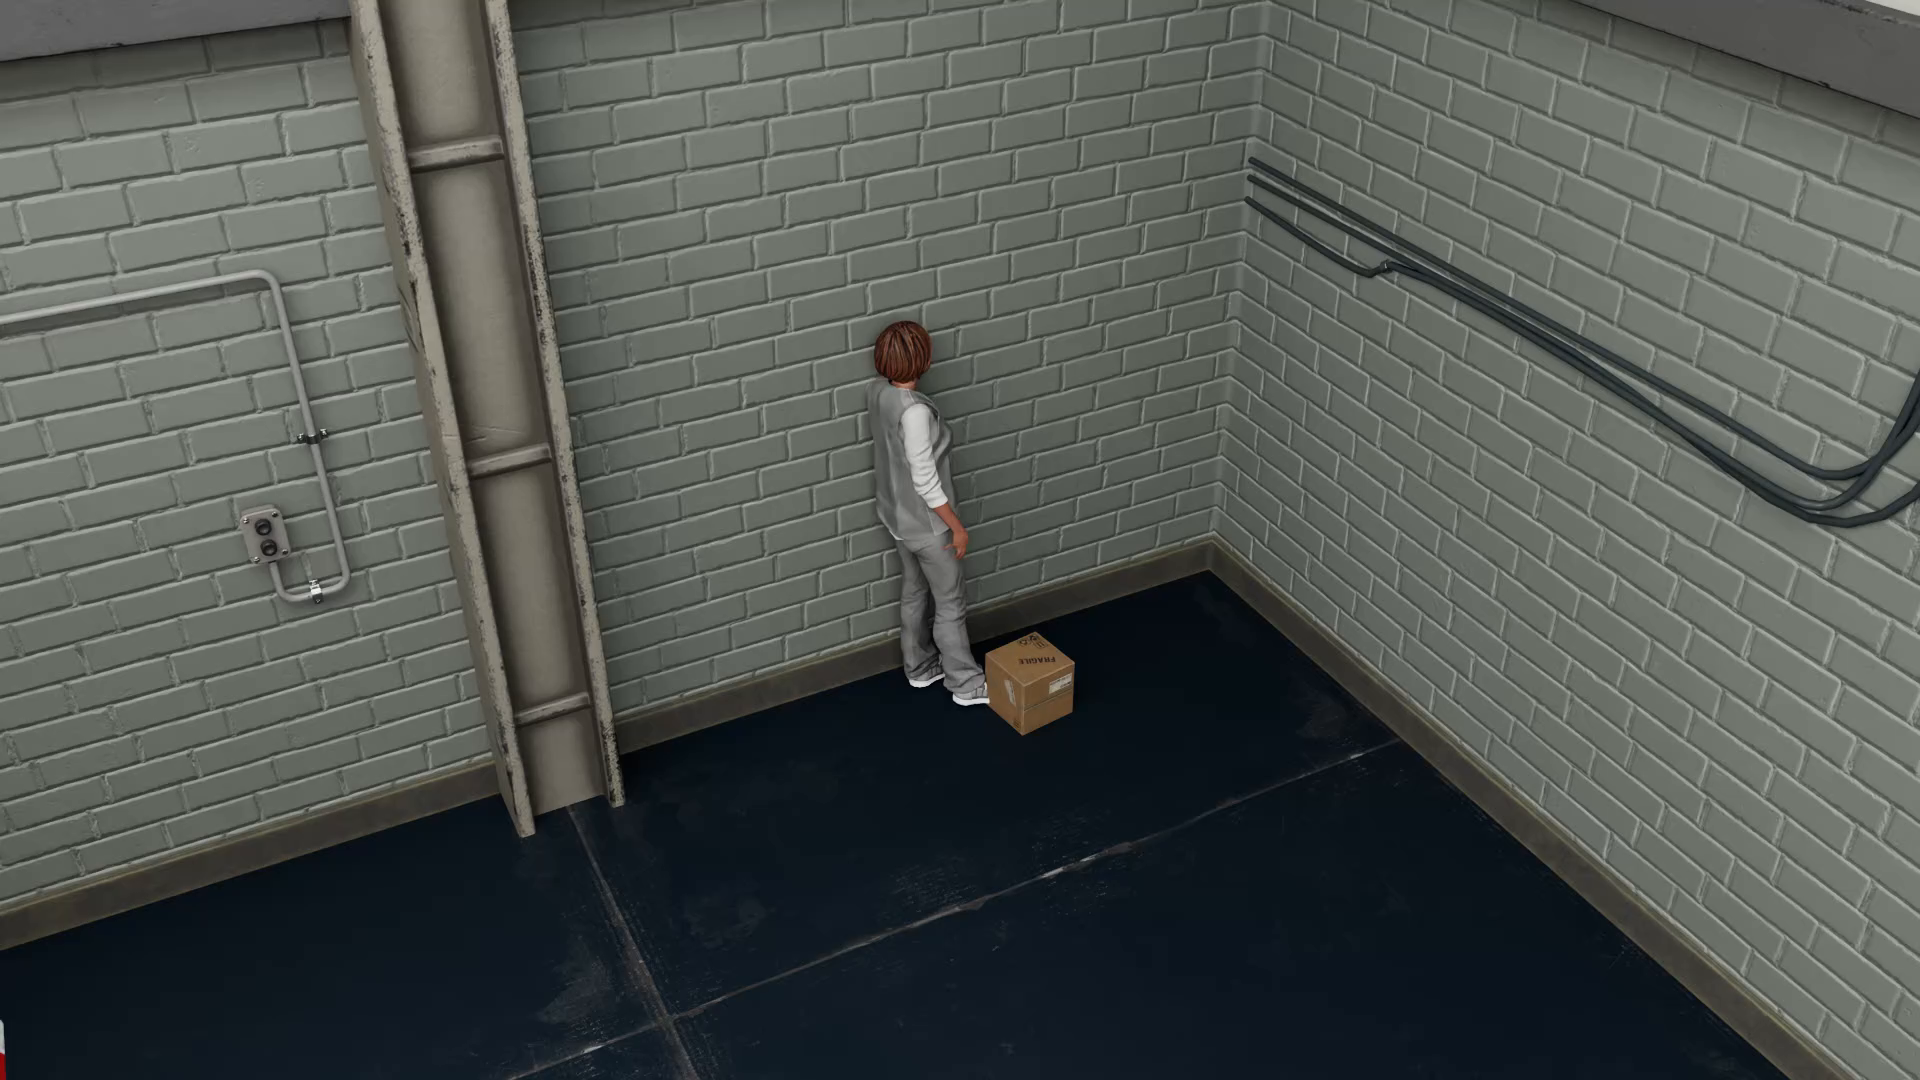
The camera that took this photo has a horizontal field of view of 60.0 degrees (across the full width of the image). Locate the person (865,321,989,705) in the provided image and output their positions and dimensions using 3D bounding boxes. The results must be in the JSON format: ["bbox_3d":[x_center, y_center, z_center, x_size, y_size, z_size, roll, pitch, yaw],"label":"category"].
[{"bbox_3d":[-0.079,-0.103,6.288,0.472,1.599,0.520,-16,37,-23],"label":"person"}]
